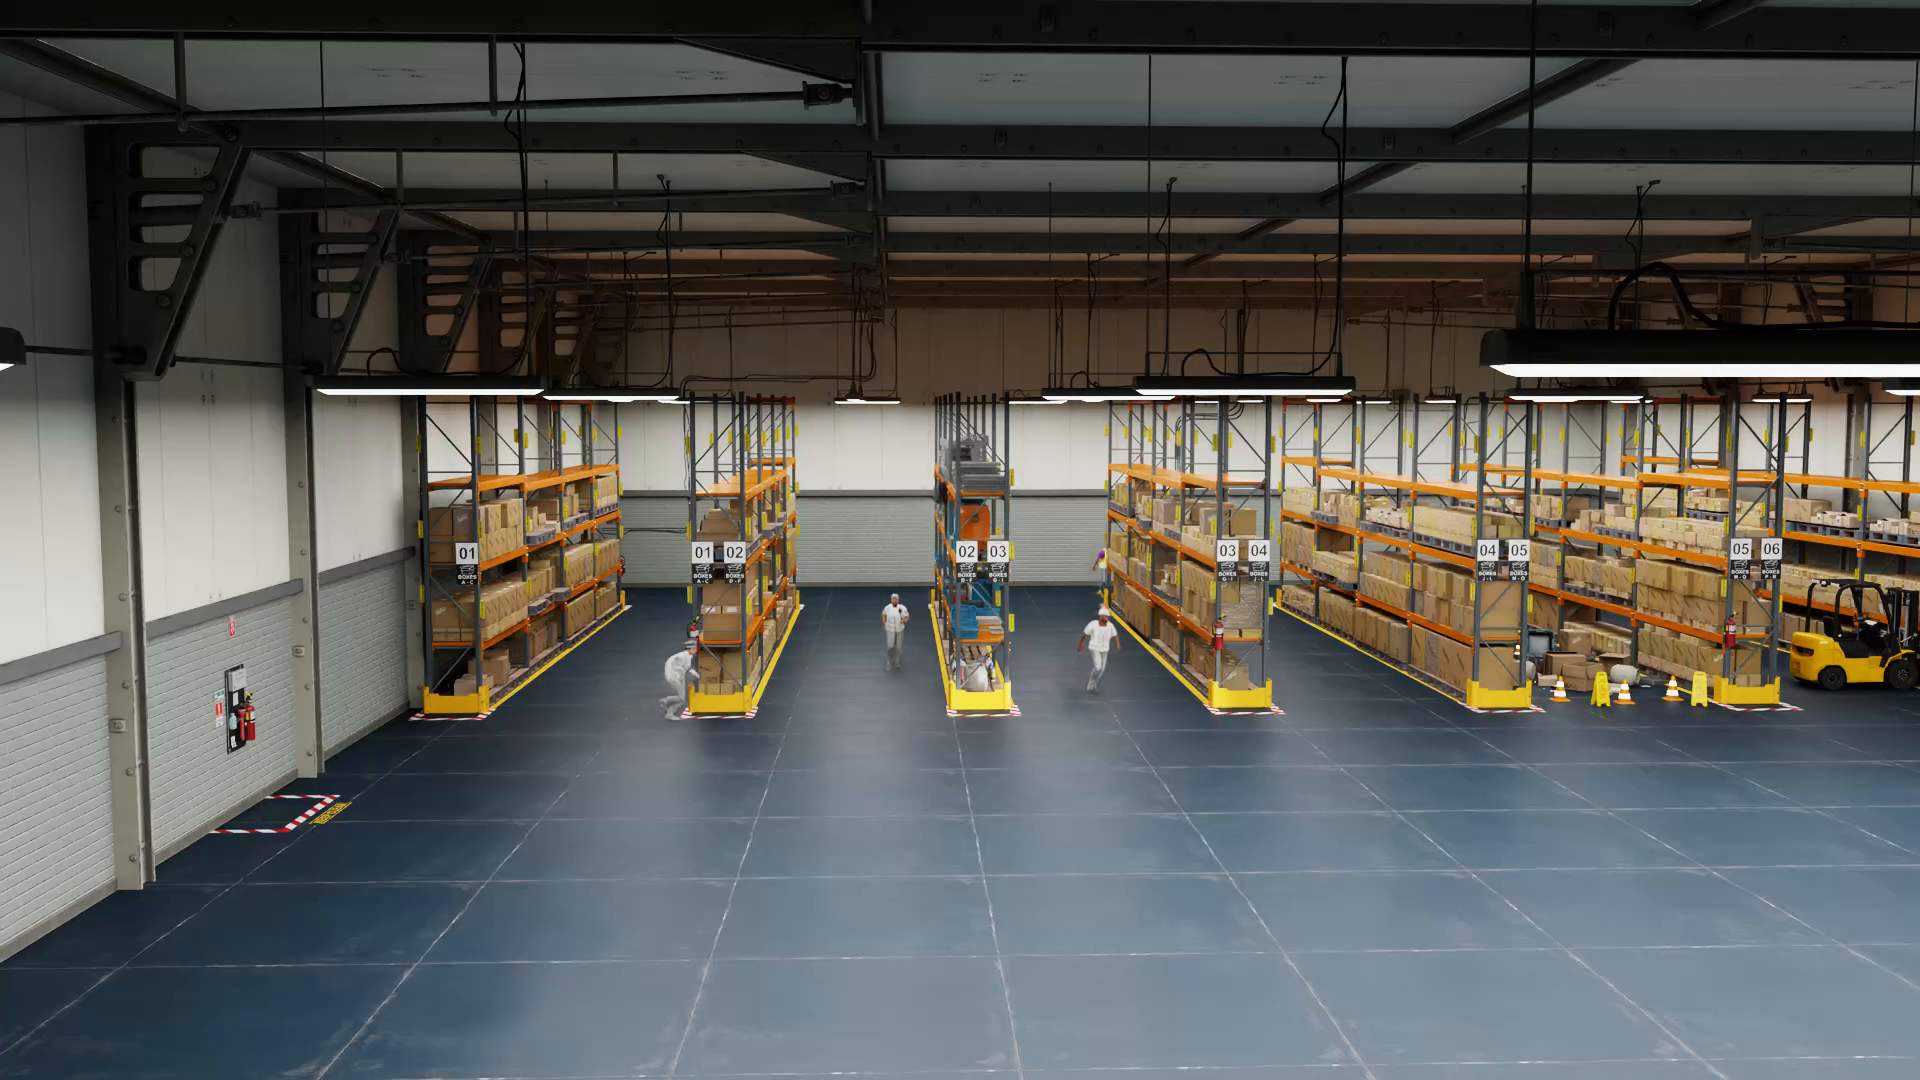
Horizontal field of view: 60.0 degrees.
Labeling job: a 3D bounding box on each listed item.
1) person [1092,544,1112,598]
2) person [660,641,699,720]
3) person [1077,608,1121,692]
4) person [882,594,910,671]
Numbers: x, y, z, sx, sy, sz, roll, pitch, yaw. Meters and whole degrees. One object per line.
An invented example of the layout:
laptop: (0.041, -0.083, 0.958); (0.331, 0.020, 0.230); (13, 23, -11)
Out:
person: (4.390, 0.876, 49.853); (0.728, 1.727, 0.626); (-2, 5, -28)
person: (-5.137, 2.566, 30.284); (0.767, 1.488, 0.644); (2, 5, 22)
person: (2.815, 2.198, 33.145); (0.696, 1.703, 0.802); (-2, 5, -22)
person: (-1.396, 2.011, 36.163); (0.609, 1.702, 0.716); (0, 5, -2)
